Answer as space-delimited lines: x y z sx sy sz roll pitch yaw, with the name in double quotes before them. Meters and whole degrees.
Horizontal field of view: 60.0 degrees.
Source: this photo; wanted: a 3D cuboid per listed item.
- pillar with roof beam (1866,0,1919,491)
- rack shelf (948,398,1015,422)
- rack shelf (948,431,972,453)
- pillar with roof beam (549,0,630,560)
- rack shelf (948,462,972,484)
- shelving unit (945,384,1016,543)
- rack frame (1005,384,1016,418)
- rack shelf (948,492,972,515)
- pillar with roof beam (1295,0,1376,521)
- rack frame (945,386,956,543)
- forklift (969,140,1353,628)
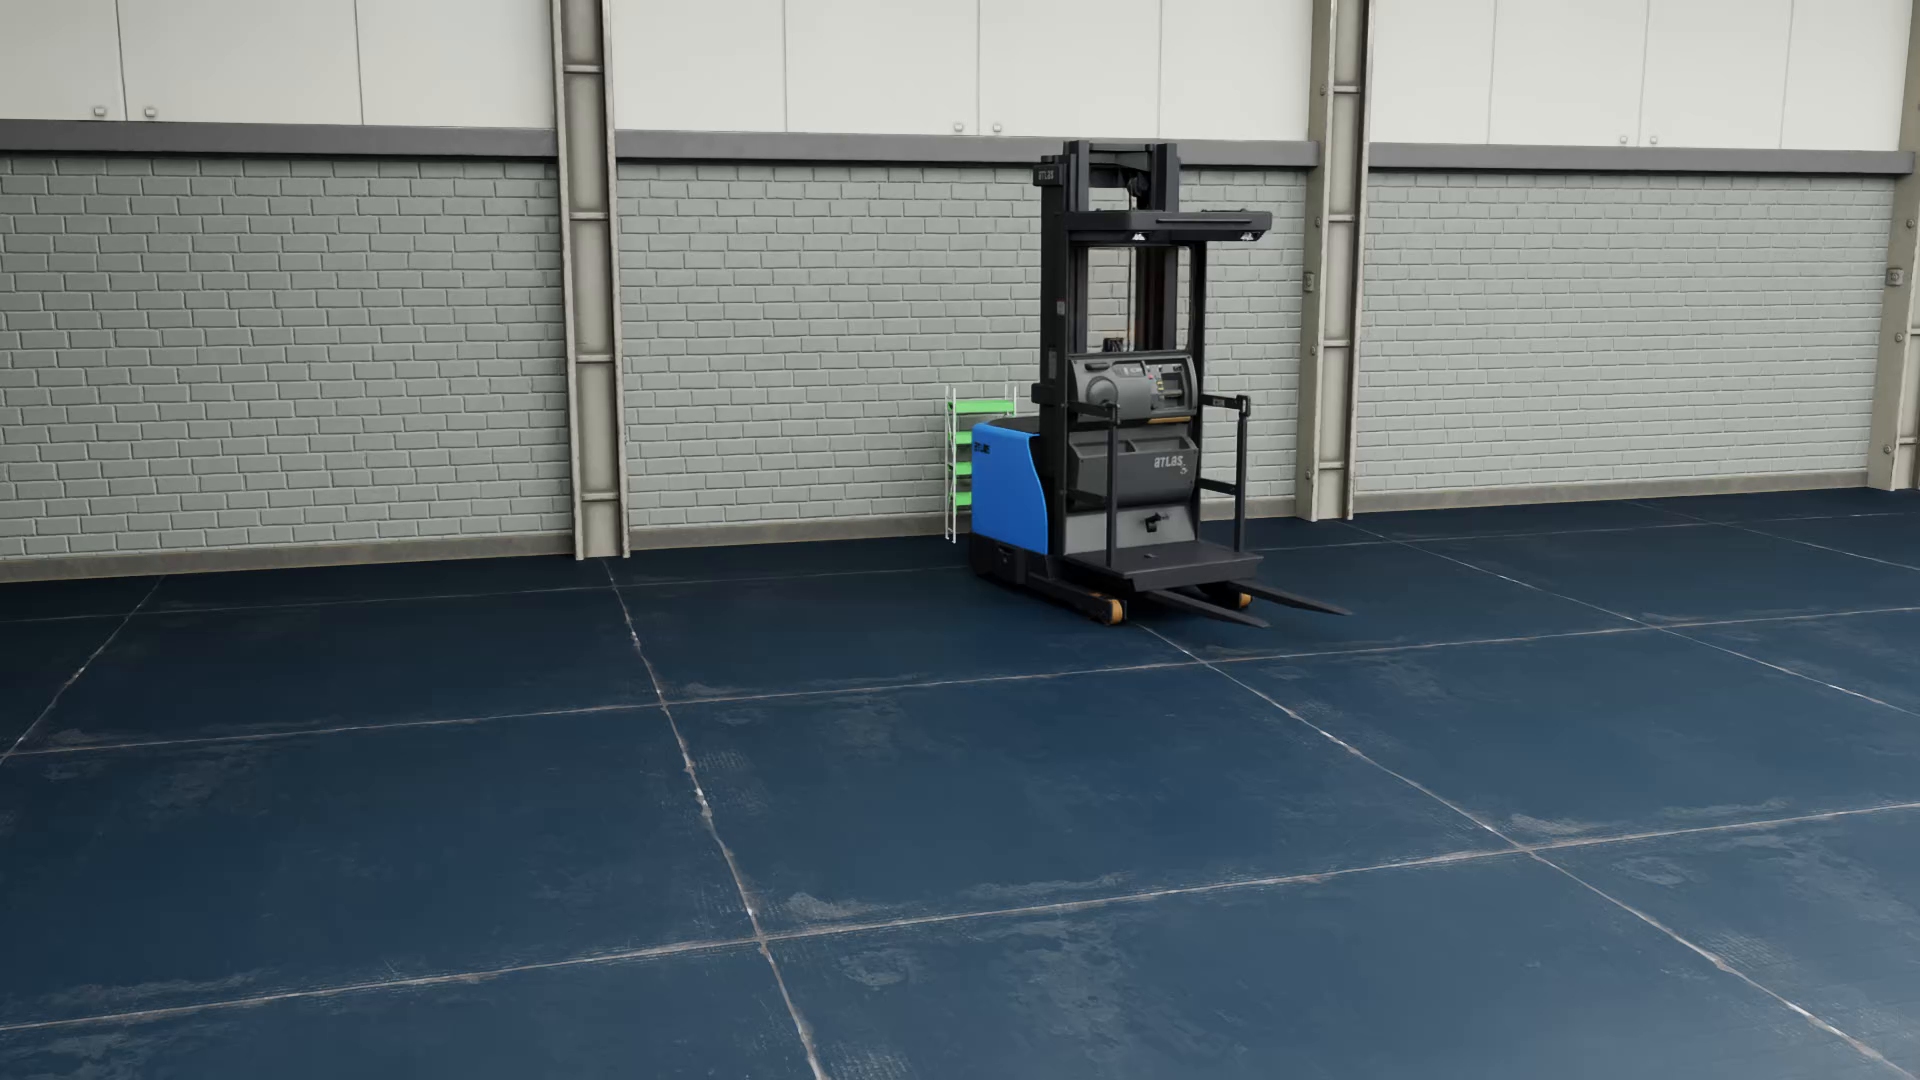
"pillar with roof beam" 10.043 -4.173 10.860 0.400 9.000 9.100 -3 11 -16
"rack shelf" 0.159 -1.008 12.908 0.480 0.148 0.258 -3 11 -16
"rack shelf" 0.159 -0.772 12.952 0.480 0.148 0.258 -3 11 -16
"pillar with roof beam" -1.479 -3.566 7.561 0.400 9.000 9.100 -3 11 -16
"rack shelf" 0.159 -0.536 12.995 0.480 0.148 0.258 -3 11 -16
"shelving unit" 0.159 -0.598 12.983 0.503 1.200 0.258 -3 11 -16
"rack frame" 0.393 -0.611 13.050 0.015 1.200 0.240 -3 11 -16
"rack shelf" 0.159 -0.300 13.038 0.480 0.148 0.258 -3 11 -16
"pillar with roof beam" 4.282 -3.869 9.210 0.400 9.000 9.100 -3 11 -16
"rack frame" -0.075 -0.586 12.916 0.015 1.200 0.240 -3 11 -16
"forklift" 1.225 -1.011 10.445 1.130 2.935 3.031 -6 12 -29
